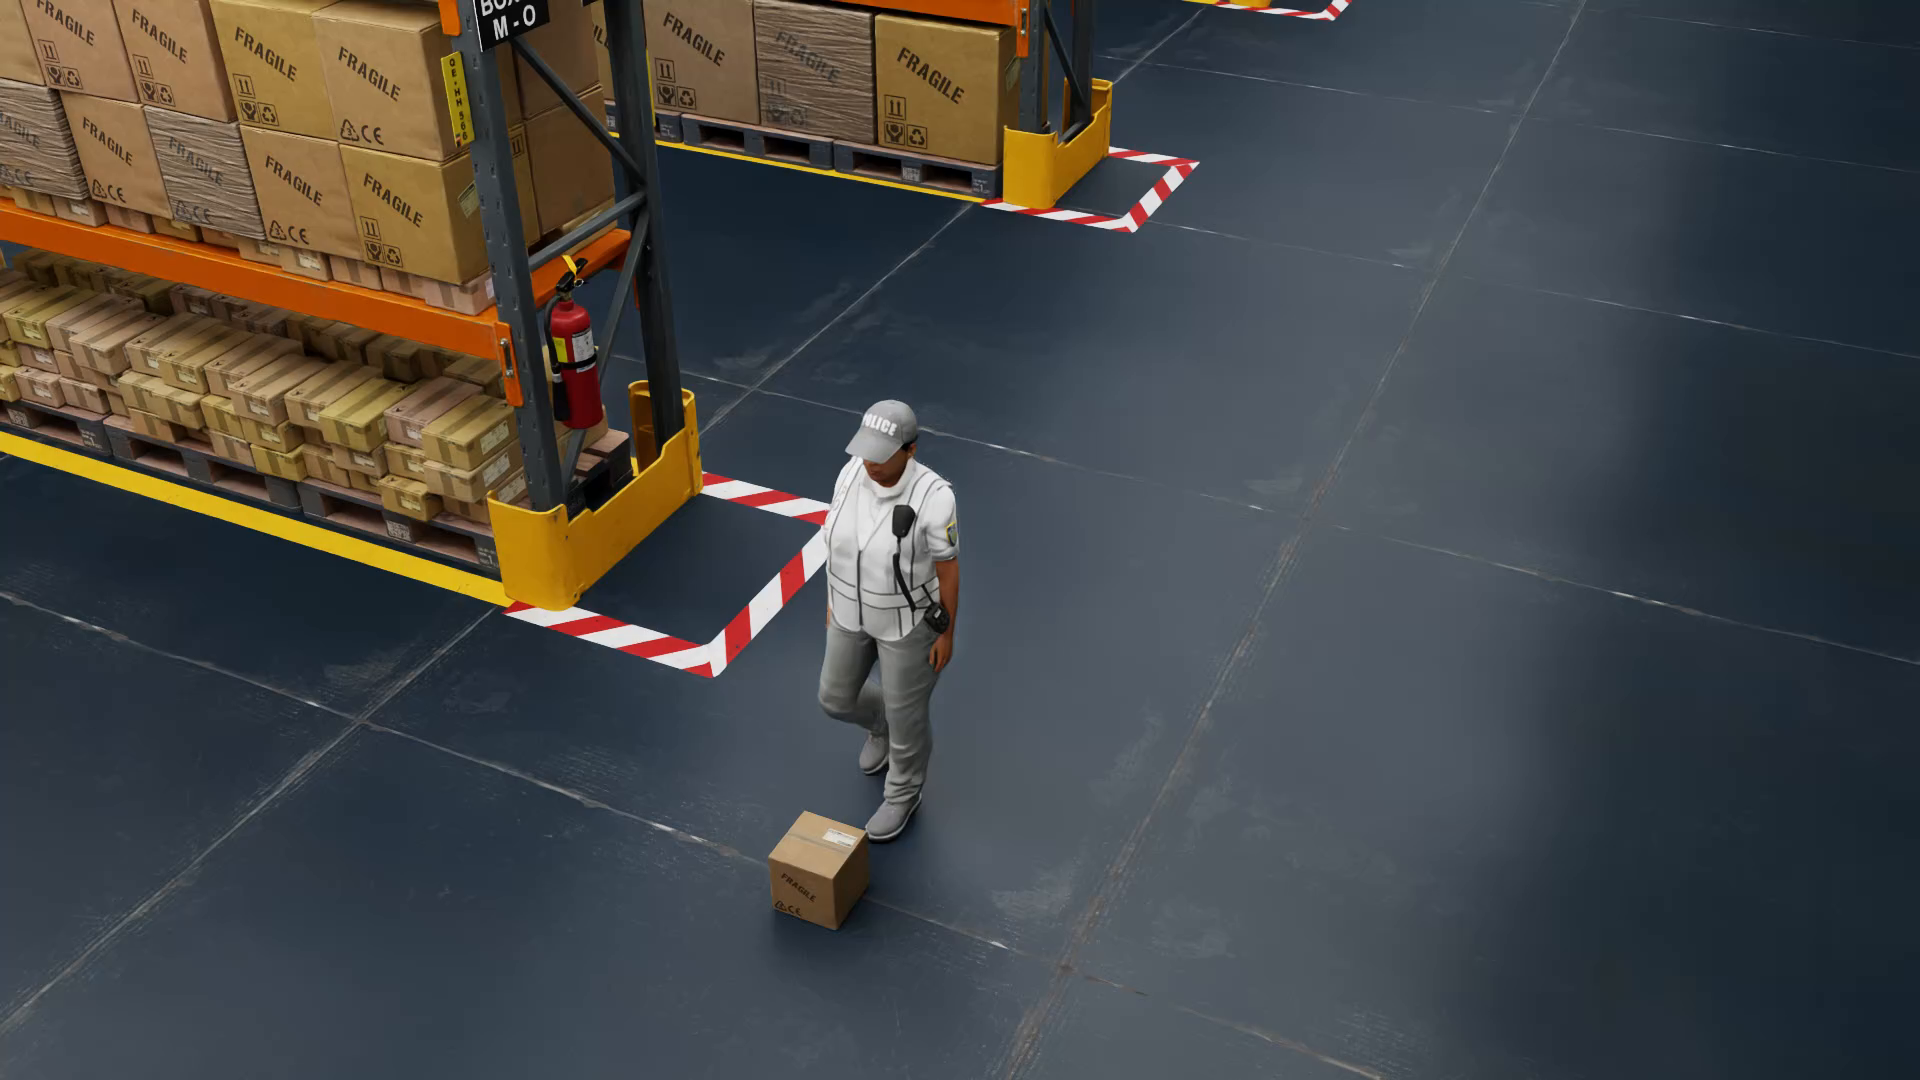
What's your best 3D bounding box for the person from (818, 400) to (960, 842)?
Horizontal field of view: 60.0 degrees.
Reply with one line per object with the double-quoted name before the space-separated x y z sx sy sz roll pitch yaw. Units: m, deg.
"person" -0.237 0.263 5.744 0.493 1.677 0.535 18 38 25
